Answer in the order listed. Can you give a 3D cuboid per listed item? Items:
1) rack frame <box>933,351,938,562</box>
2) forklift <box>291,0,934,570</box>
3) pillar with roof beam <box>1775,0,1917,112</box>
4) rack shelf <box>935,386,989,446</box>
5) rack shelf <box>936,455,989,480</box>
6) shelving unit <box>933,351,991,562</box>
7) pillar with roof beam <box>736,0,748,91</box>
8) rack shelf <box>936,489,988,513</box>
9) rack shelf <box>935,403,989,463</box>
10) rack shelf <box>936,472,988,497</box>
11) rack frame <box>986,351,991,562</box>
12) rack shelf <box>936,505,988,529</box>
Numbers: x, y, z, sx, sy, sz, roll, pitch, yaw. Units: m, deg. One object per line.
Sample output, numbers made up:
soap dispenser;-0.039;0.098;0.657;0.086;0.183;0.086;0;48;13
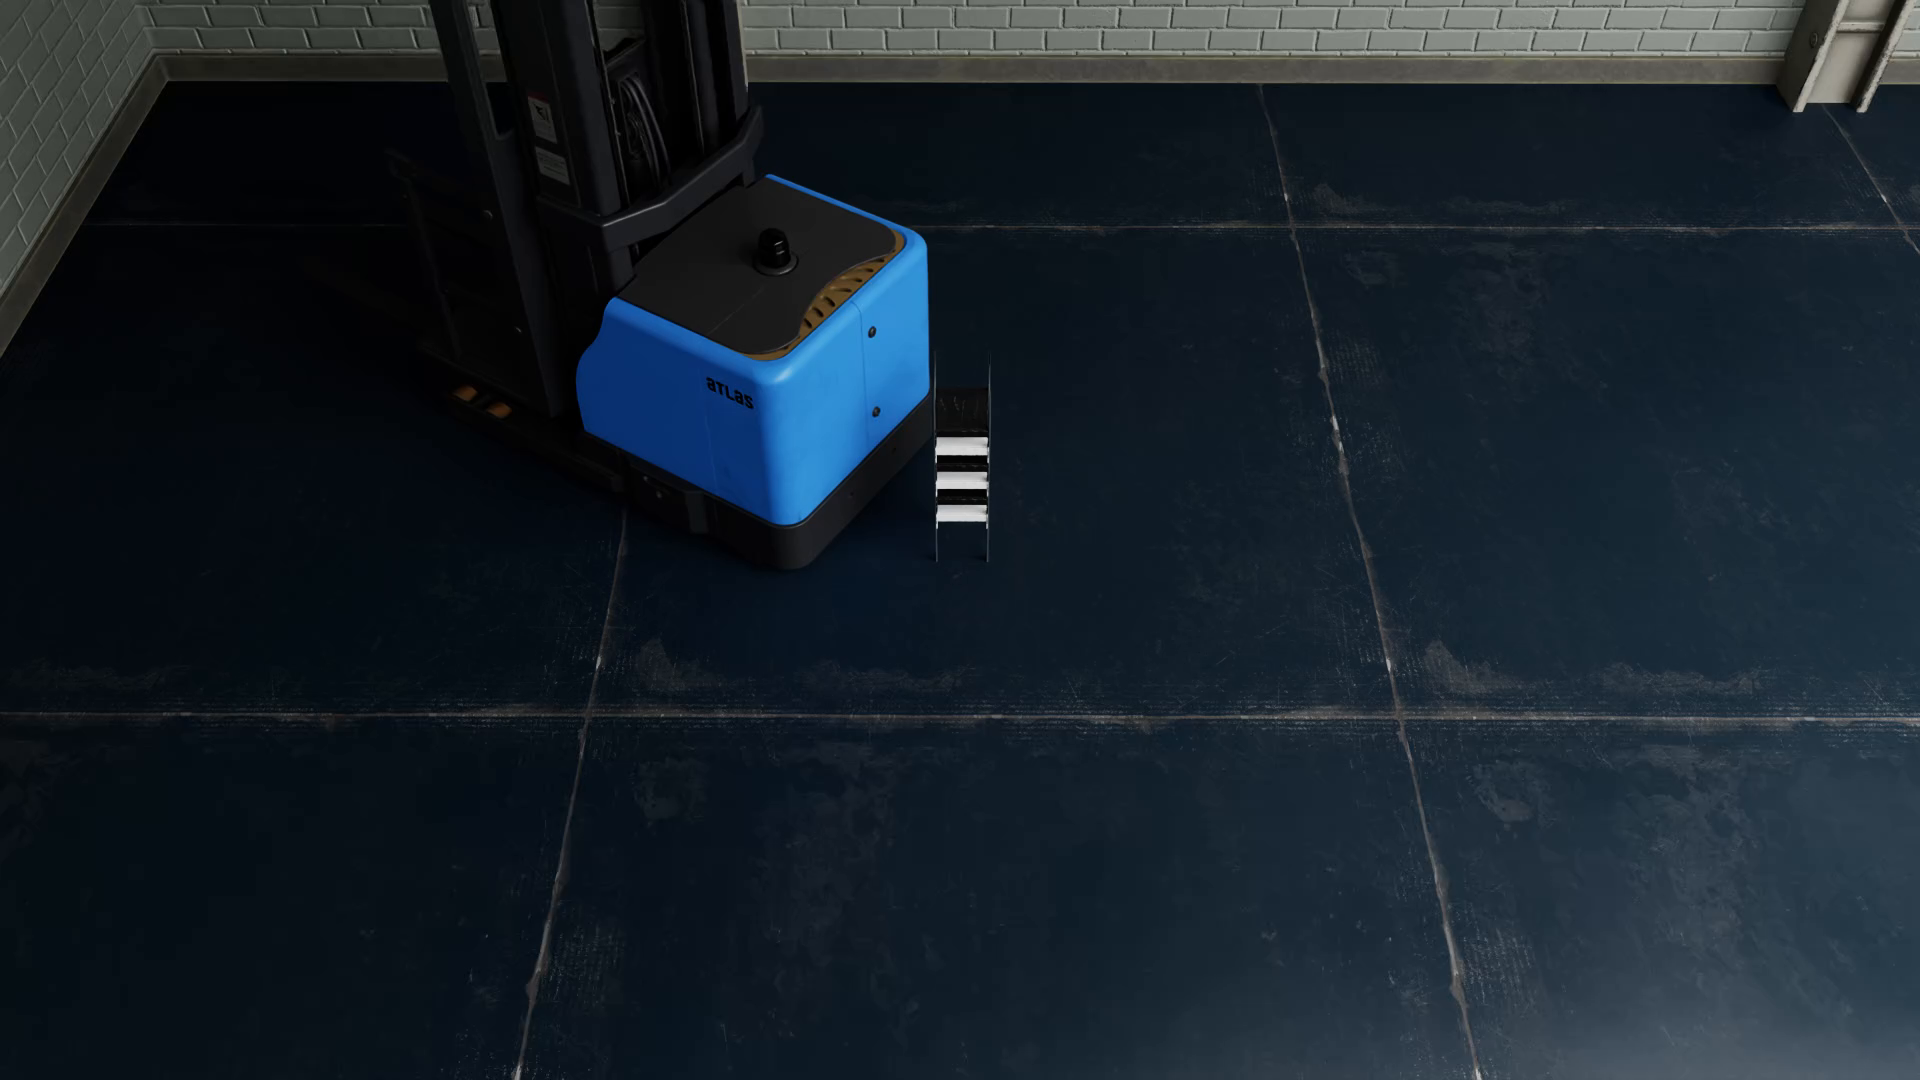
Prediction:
rack frame;-0.094;-0.307;6.421;0.006;0.900;0.240;0;47;0
forklift;-1.625;-1.727;6.355;3.031;2.935;1.130;25;52;22
pillar with roof beam;4.626;-2.313;2.755;0.400;9.000;9.100;0;47;0
rack shelf;0.008;-0.468;6.247;0.200;0.077;0.258;0;47;0
rack shelf;0.008;-0.345;6.379;0.200;0.077;0.258;0;47;0
shelving unit;0.008;-0.307;6.421;0.210;0.900;0.258;0;47;0
pillar with roof beam;-1.374;-2.329;2.770;0.400;9.000;9.100;0;47;0
rack shelf;0.008;-0.223;6.511;0.200;0.077;0.258;0;47;0
rack shelf;0.008;-0.406;6.313;0.200;0.077;0.258;0;47;0
rack shelf;0.008;-0.284;6.445;0.200;0.077;0.258;0;47;0
rack frame;0.110;-0.306;6.420;0.006;0.900;0.240;0;47;0
rack shelf;0.008;-0.161;6.577;0.200;0.077;0.258;0;47;0
